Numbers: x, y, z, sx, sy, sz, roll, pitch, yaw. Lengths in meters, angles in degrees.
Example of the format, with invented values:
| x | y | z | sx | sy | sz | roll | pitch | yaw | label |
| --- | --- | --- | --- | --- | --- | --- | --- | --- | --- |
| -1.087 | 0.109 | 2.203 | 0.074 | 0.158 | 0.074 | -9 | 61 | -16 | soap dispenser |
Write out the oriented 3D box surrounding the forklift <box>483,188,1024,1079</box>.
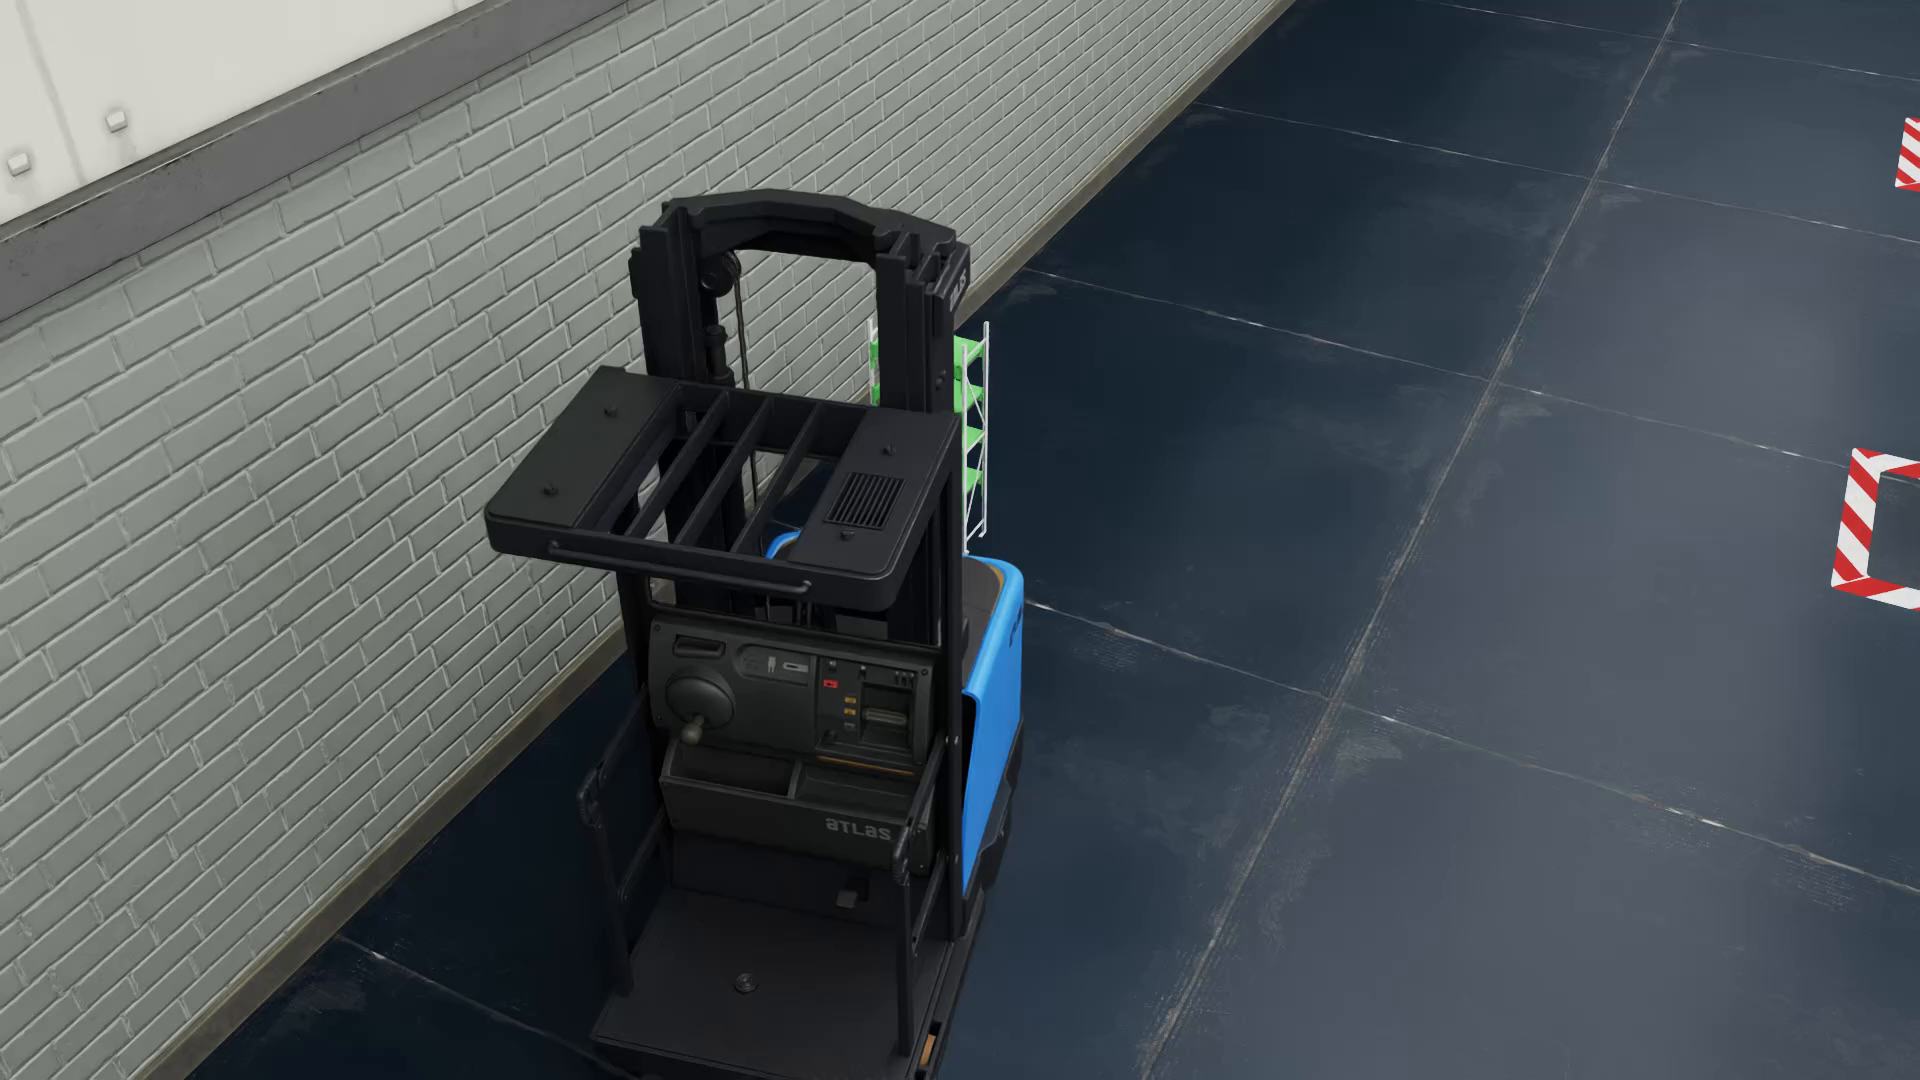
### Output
| x | y | z | sx | sy | sz | roll | pitch | yaw | label |
| --- | --- | --- | --- | --- | --- | --- | --- | --- | --- |
| -0.592 | 0.567 | 5.098 | 1.130 | 2.935 | 3.031 | 9 | 38 | 11 | forklift |

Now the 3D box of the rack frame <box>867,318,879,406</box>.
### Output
| x | y | z | sx | sy | sz | roll | pitch | yaw | label |
| --- | --- | --- | --- | --- | --- | --- | --- | --- | --- |
| -0.364 | -0.592 | 8.057 | 0.015 | 1.200 | 0.240 | 17 | 41 | 21 | rack frame |

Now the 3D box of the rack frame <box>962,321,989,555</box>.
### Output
| x | y | z | sx | sy | sz | roll | pitch | yaw | label |
| --- | --- | --- | --- | --- | --- | --- | --- | --- | --- |
| 0.070 | -0.456 | 7.878 | 0.015 | 1.200 | 0.240 | 17 | 41 | 21 | rack frame |

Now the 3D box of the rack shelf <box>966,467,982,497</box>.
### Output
| x | y | z | sx | sy | sz | roll | pitch | yaw | label |
| --- | --- | --- | --- | --- | --- | --- | --- | --- | --- |
| -0.147 | -0.282 | 8.151 | 0.480 | 0.148 | 0.258 | 17 | 41 | 21 | rack shelf |

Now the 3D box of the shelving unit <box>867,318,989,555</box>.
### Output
| x | y | z | sx | sy | sz | roll | pitch | yaw | label |
| --- | --- | --- | --- | --- | --- | --- | --- | --- | --- |
| -0.147 | -0.524 | 7.968 | 0.503 | 1.200 | 0.258 | 17 | 41 | 21 | shelving unit |

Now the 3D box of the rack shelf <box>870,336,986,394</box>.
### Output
| x | y | z | sx | sy | sz | roll | pitch | yaw | label |
| --- | --- | --- | --- | --- | --- | --- | --- | --- | --- |
| -0.147 | -0.855 | 7.716 | 0.480 | 0.148 | 0.258 | 17 | 41 | 21 | rack shelf |

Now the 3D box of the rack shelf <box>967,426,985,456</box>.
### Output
| x | y | z | sx | sy | sz | roll | pitch | yaw | label |
| --- | --- | --- | --- | --- | --- | --- | --- | --- | --- |
| -0.147 | -0.473 | 8.006 | 0.480 | 0.148 | 0.258 | 17 | 41 | 21 | rack shelf |

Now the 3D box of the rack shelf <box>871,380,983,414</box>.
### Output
| x | y | z | sx | sy | sz | roll | pitch | yaw | label |
| --- | --- | --- | --- | --- | --- | --- | --- | --- | --- |
| -0.147 | -0.664 | 7.861 | 0.480 | 0.148 | 0.258 | 17 | 41 | 21 | rack shelf |
